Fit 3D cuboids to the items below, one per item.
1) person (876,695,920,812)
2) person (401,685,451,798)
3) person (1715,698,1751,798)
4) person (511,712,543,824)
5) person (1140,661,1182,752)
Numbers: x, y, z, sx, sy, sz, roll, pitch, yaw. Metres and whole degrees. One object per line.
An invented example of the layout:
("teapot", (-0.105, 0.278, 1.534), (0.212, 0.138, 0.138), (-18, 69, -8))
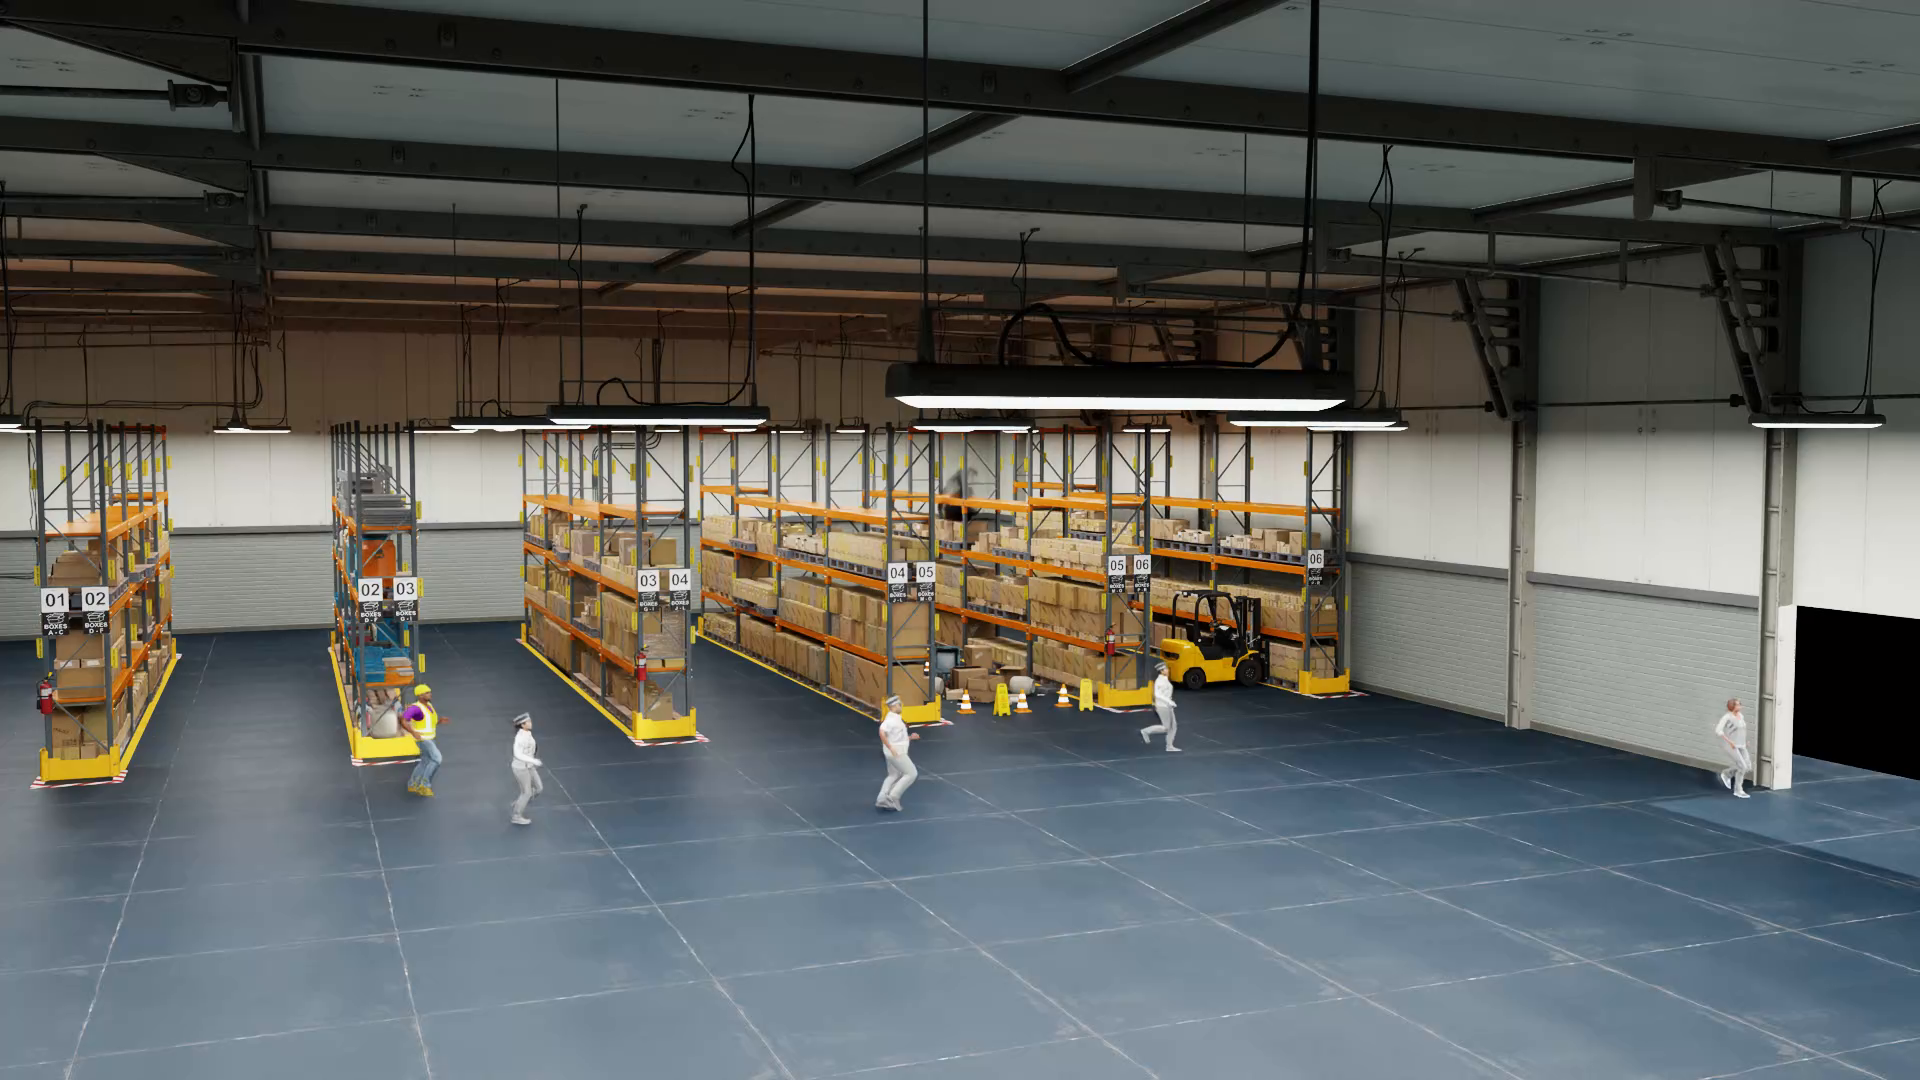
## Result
("person", (-0.939, 3.253, 25.413), (0.684, 1.776, 0.641), (0, 4, -7))
("person", (-8.479, 3.201, 26.447), (0.688, 1.802, 0.679), (0, 4, -1))
("person", (12.320, 3.297, 26.467), (0.569, 1.545, 0.581), (-2, 4, -28))
("person", (-6.371, 3.357, 24.503), (0.506, 1.658, 0.631), (0, 4, 0))
("person", (3.658, 3.009, 30.124), (0.742, 1.661, 0.617), (1, 4, 15))
